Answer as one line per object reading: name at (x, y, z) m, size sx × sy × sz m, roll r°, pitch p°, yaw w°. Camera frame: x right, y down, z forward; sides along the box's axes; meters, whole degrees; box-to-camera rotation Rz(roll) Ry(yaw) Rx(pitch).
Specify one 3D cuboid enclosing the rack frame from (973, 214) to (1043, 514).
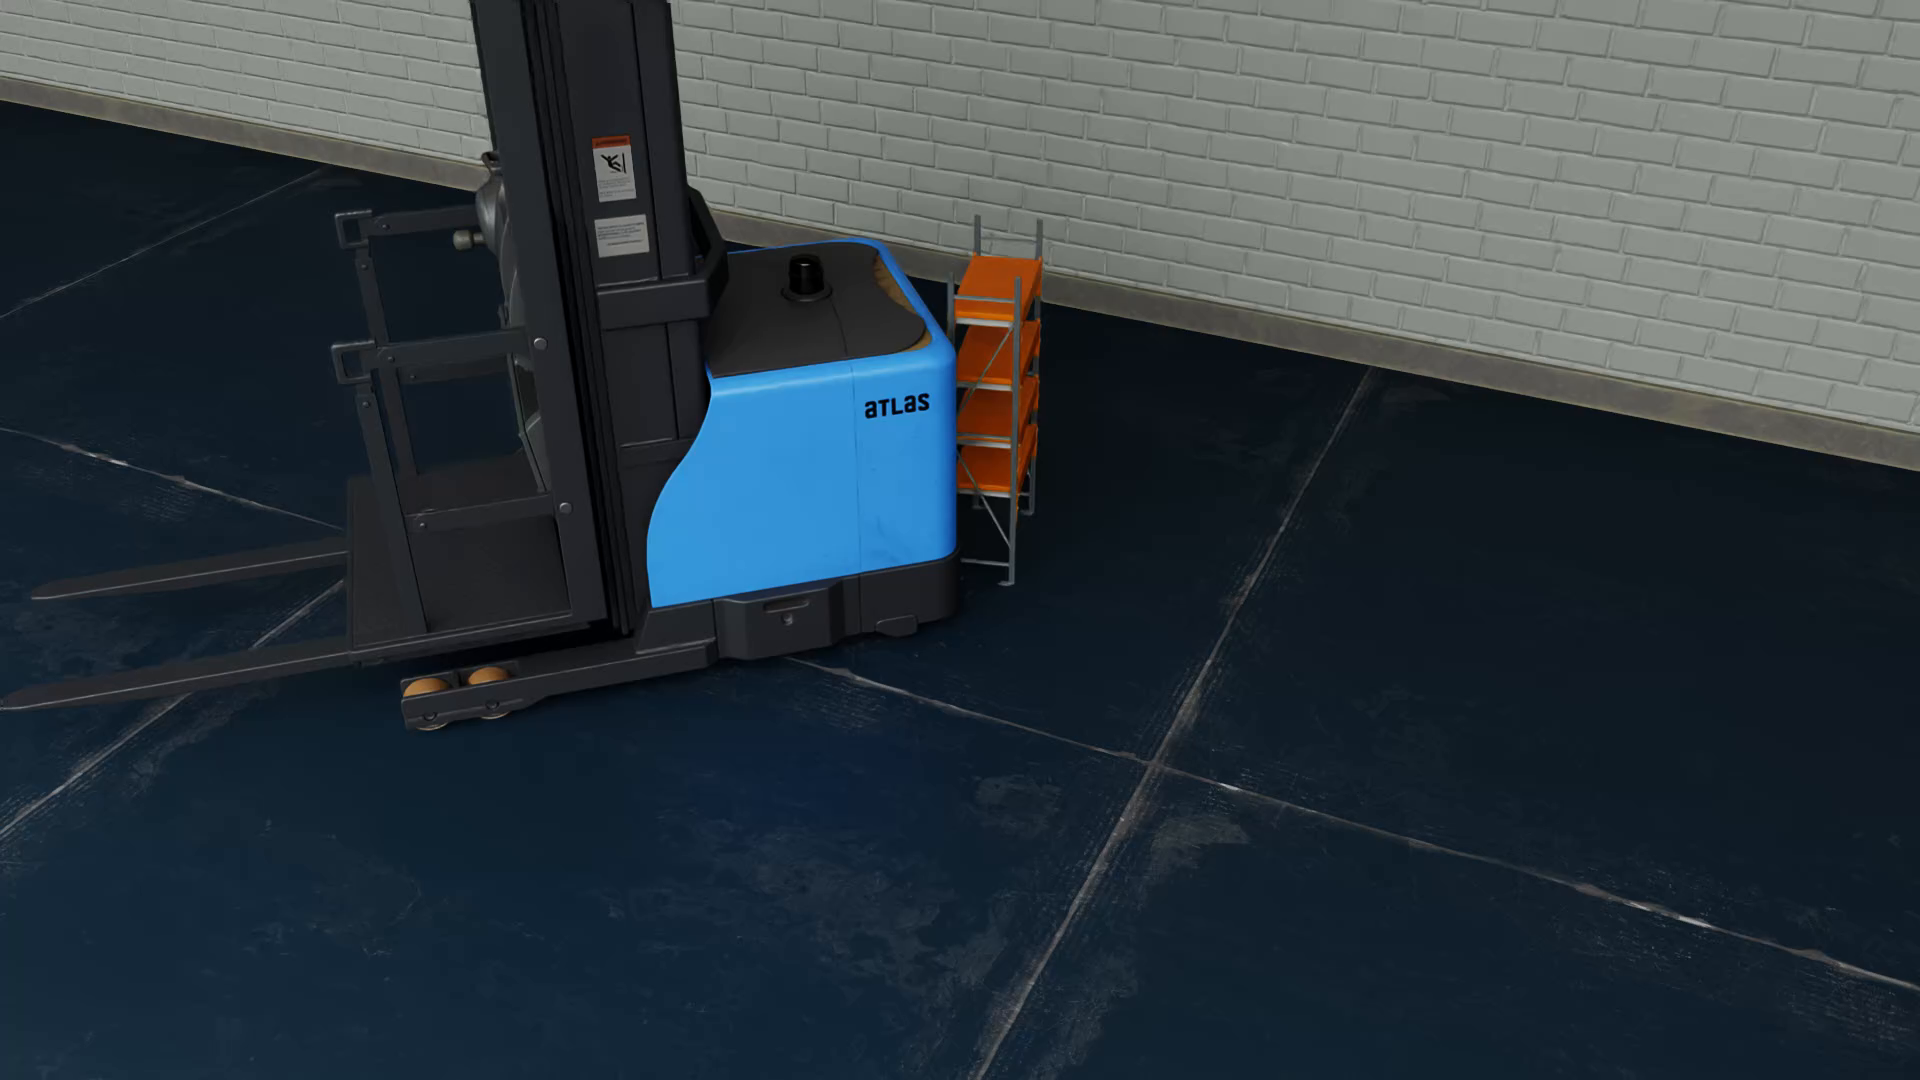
rack frame at (0.168, -0.616, 6.096) m, size 0.240 × 1.200 × 0.015 m, roll 6°, pitch 34°, yaw 9°

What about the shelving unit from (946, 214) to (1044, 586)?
shelving unit at (0.124, -0.485, 5.895) m, size 0.258 × 1.200 × 0.503 m, roll 6°, pitch 34°, yaw 9°

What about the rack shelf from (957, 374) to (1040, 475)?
rack shelf at (0.124, -0.429, 5.932) m, size 0.258 × 0.148 × 0.480 m, roll 6°, pitch 34°, yaw 9°

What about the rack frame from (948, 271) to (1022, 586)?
rack frame at (0.079, -0.353, 5.694) m, size 0.240 × 1.200 × 0.015 m, roll 6°, pitch 34°, yaw 9°

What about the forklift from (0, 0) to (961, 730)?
forklift at (-1.572, -0.941, 5.012) m, size 3.031 × 2.935 × 1.130 m, roll -9°, pitch 34°, yaw -14°

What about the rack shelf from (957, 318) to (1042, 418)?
rack shelf at (0.124, -0.616, 5.809) m, size 0.258 × 0.148 × 0.480 m, roll 6°, pitch 34°, yaw 9°

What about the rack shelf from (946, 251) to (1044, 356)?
rack shelf at (0.124, -0.813, 5.680) m, size 0.258 × 0.148 × 0.480 m, roll 6°, pitch 34°, yaw 9°

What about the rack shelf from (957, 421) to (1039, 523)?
rack shelf at (0.124, -0.262, 6.041) m, size 0.258 × 0.148 × 0.480 m, roll 6°, pitch 34°, yaw 9°
